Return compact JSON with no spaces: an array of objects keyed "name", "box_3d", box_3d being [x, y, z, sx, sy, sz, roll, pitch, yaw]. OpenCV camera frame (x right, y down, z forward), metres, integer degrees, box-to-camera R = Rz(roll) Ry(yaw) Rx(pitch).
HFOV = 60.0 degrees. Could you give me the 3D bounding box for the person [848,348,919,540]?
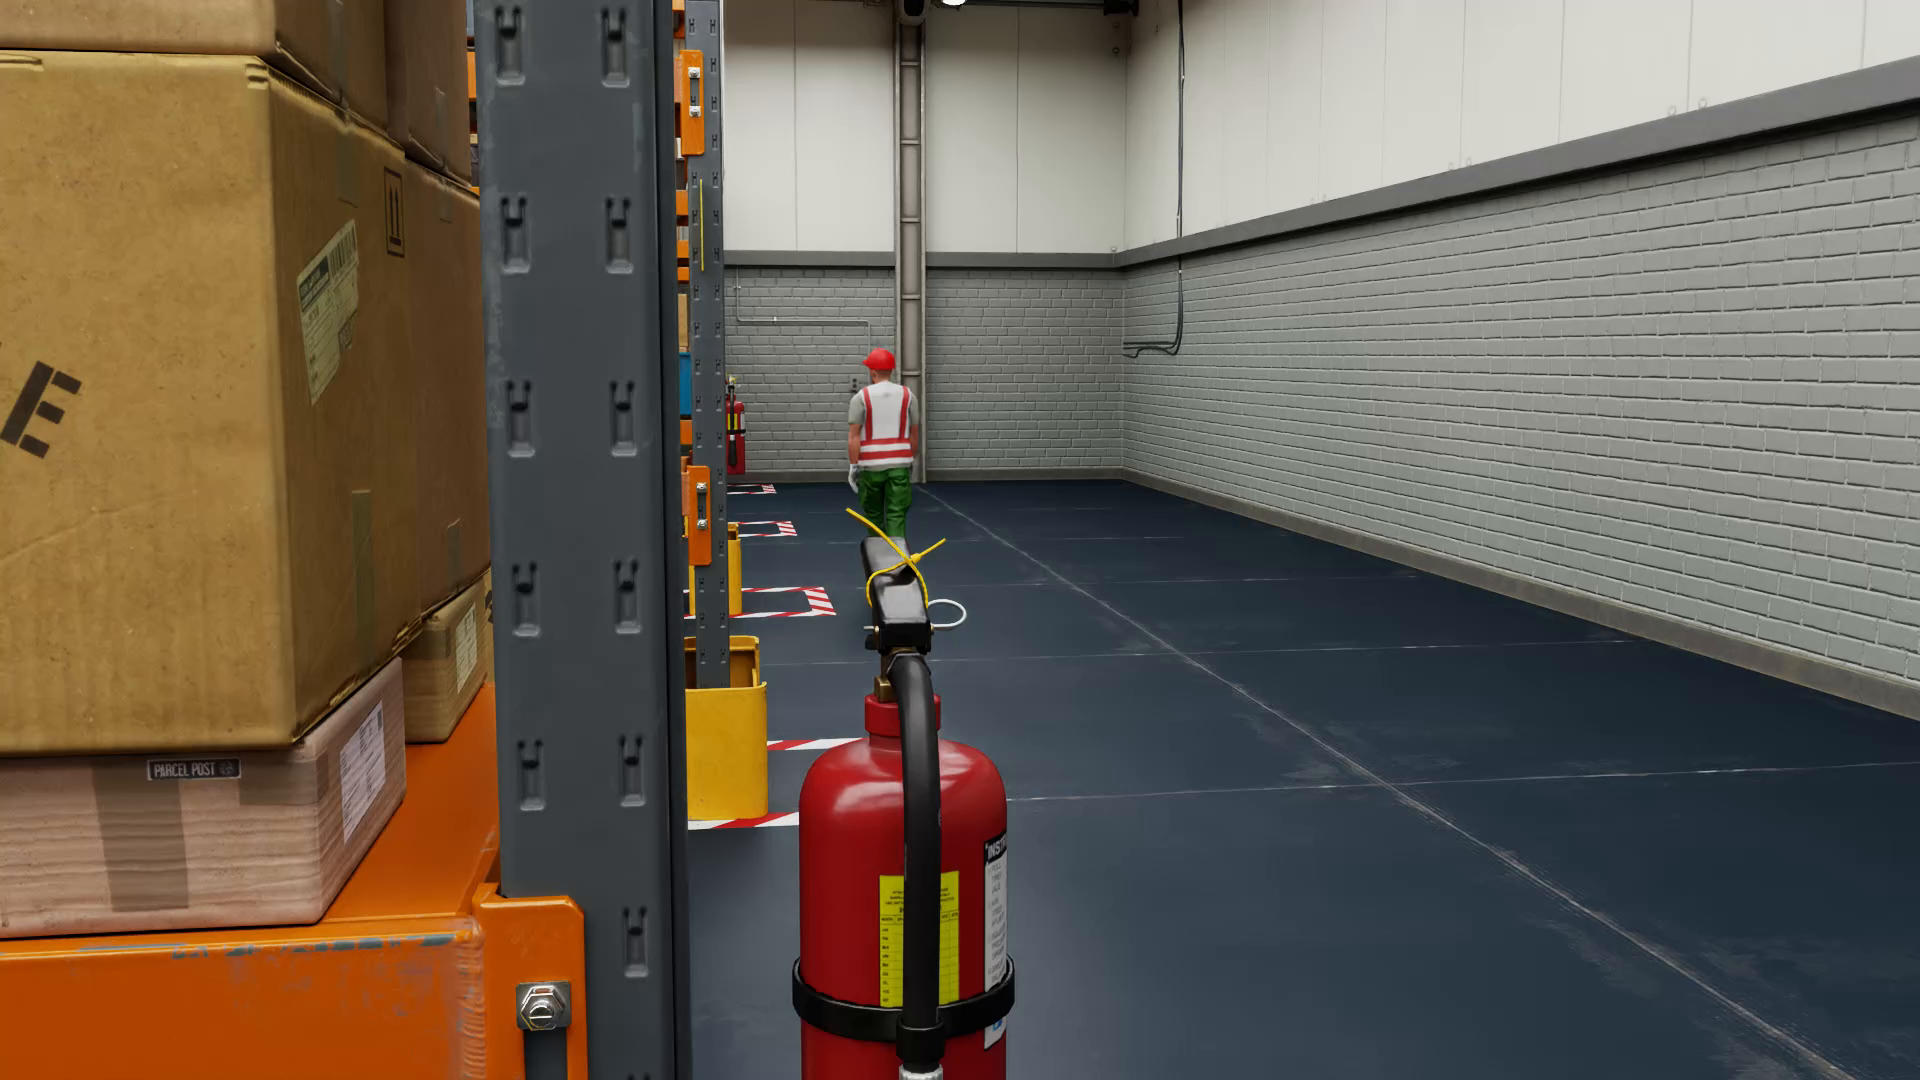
[{"name":"person","box_3d":[-0.574,-0.542,12.423,0.534,1.779,0.886,-1,6,-5]}]
